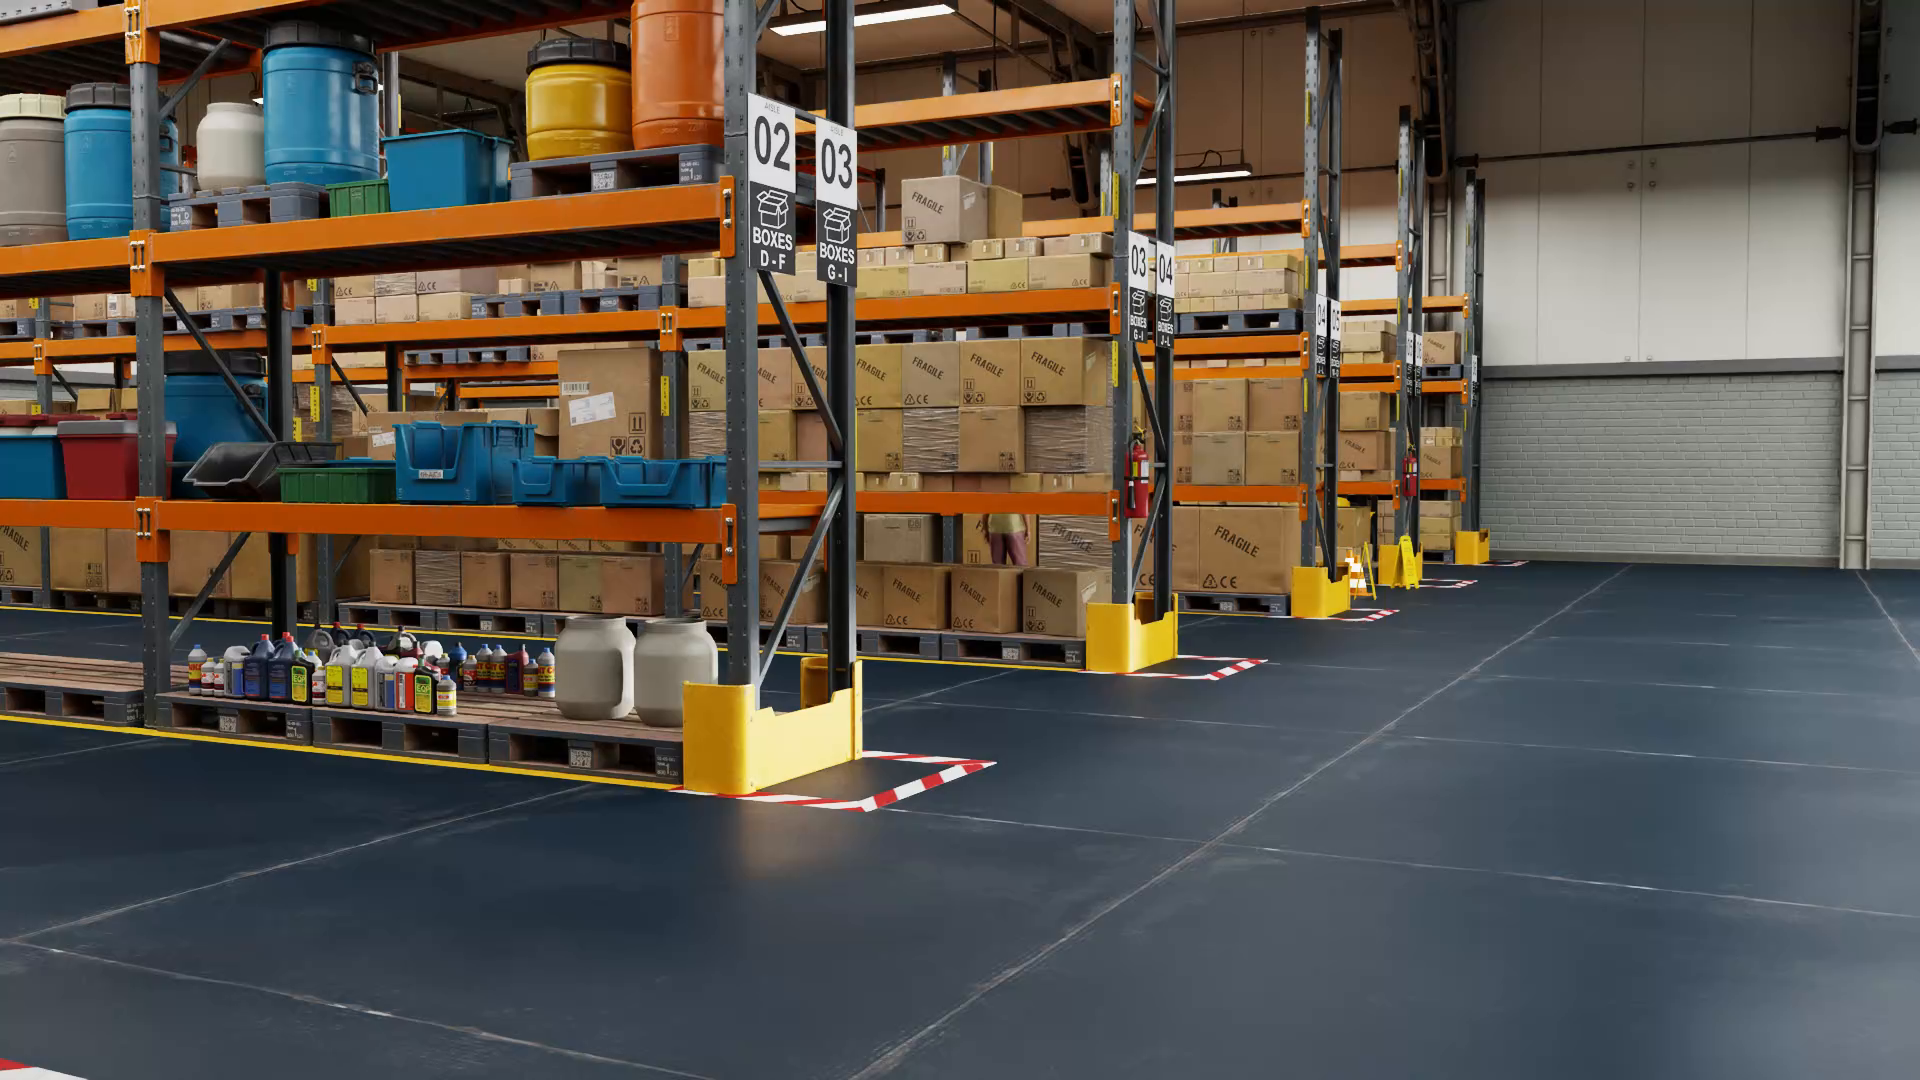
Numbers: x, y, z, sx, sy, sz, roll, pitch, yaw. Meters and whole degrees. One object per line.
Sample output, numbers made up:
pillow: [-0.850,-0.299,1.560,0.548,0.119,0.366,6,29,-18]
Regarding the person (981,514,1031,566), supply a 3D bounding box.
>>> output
person: [0.469,-0.061,16.333,0.507,1.671,0.367,1,3,23]
